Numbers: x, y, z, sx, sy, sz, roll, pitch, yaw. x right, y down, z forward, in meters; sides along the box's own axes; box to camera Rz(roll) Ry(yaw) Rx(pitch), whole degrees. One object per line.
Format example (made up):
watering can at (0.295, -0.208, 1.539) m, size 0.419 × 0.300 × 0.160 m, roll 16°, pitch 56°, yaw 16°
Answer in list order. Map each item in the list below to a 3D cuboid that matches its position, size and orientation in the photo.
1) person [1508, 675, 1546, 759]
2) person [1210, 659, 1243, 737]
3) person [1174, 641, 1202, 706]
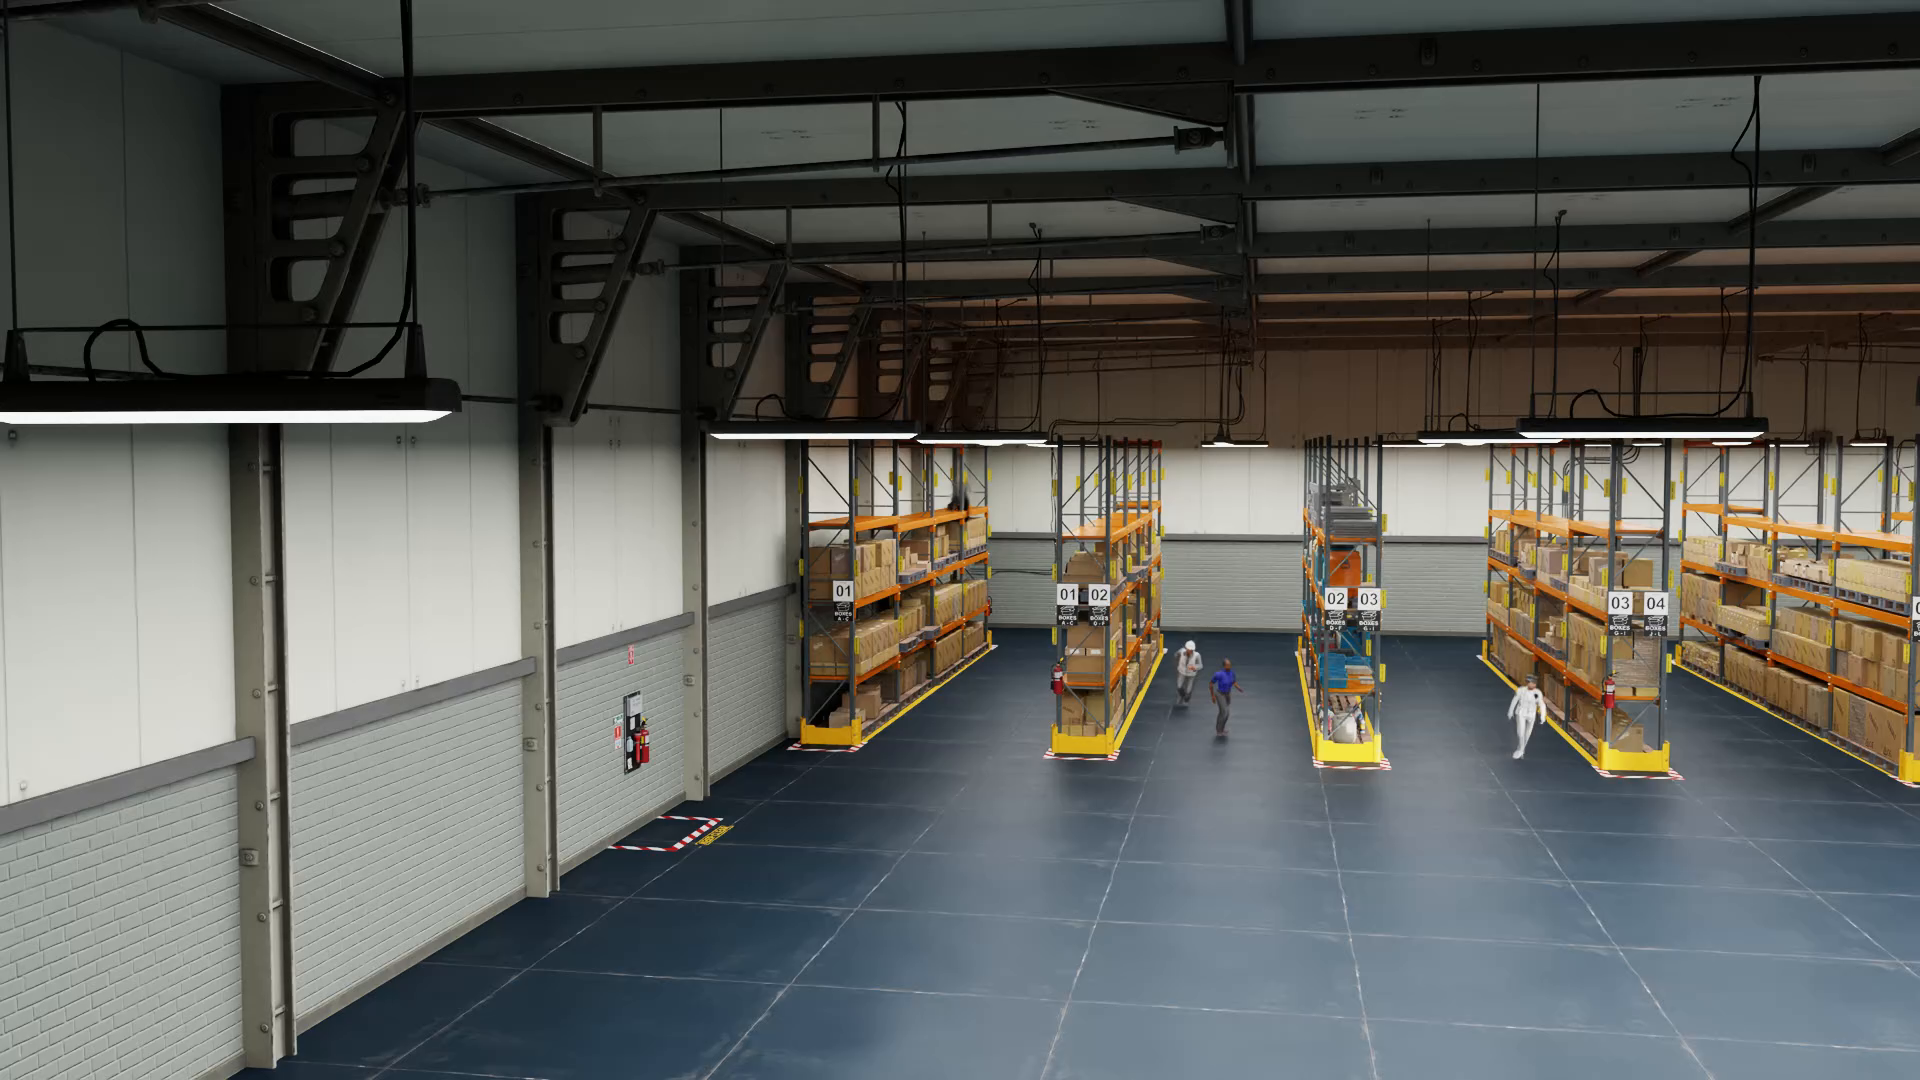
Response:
person at (10.428, 3.254, 30.532) m, size 0.585 × 1.605 × 0.697 m, roll 0°, pitch 3°, yaw 3°
person at (5.330, 3.218, 33.316) m, size 0.624 × 1.528 × 0.806 m, roll -3°, pitch 4°, yaw -42°
person at (5.036, 2.955, 36.752) m, size 0.665 × 1.535 × 1.003 m, roll 1°, pitch 3°, yaw 12°
